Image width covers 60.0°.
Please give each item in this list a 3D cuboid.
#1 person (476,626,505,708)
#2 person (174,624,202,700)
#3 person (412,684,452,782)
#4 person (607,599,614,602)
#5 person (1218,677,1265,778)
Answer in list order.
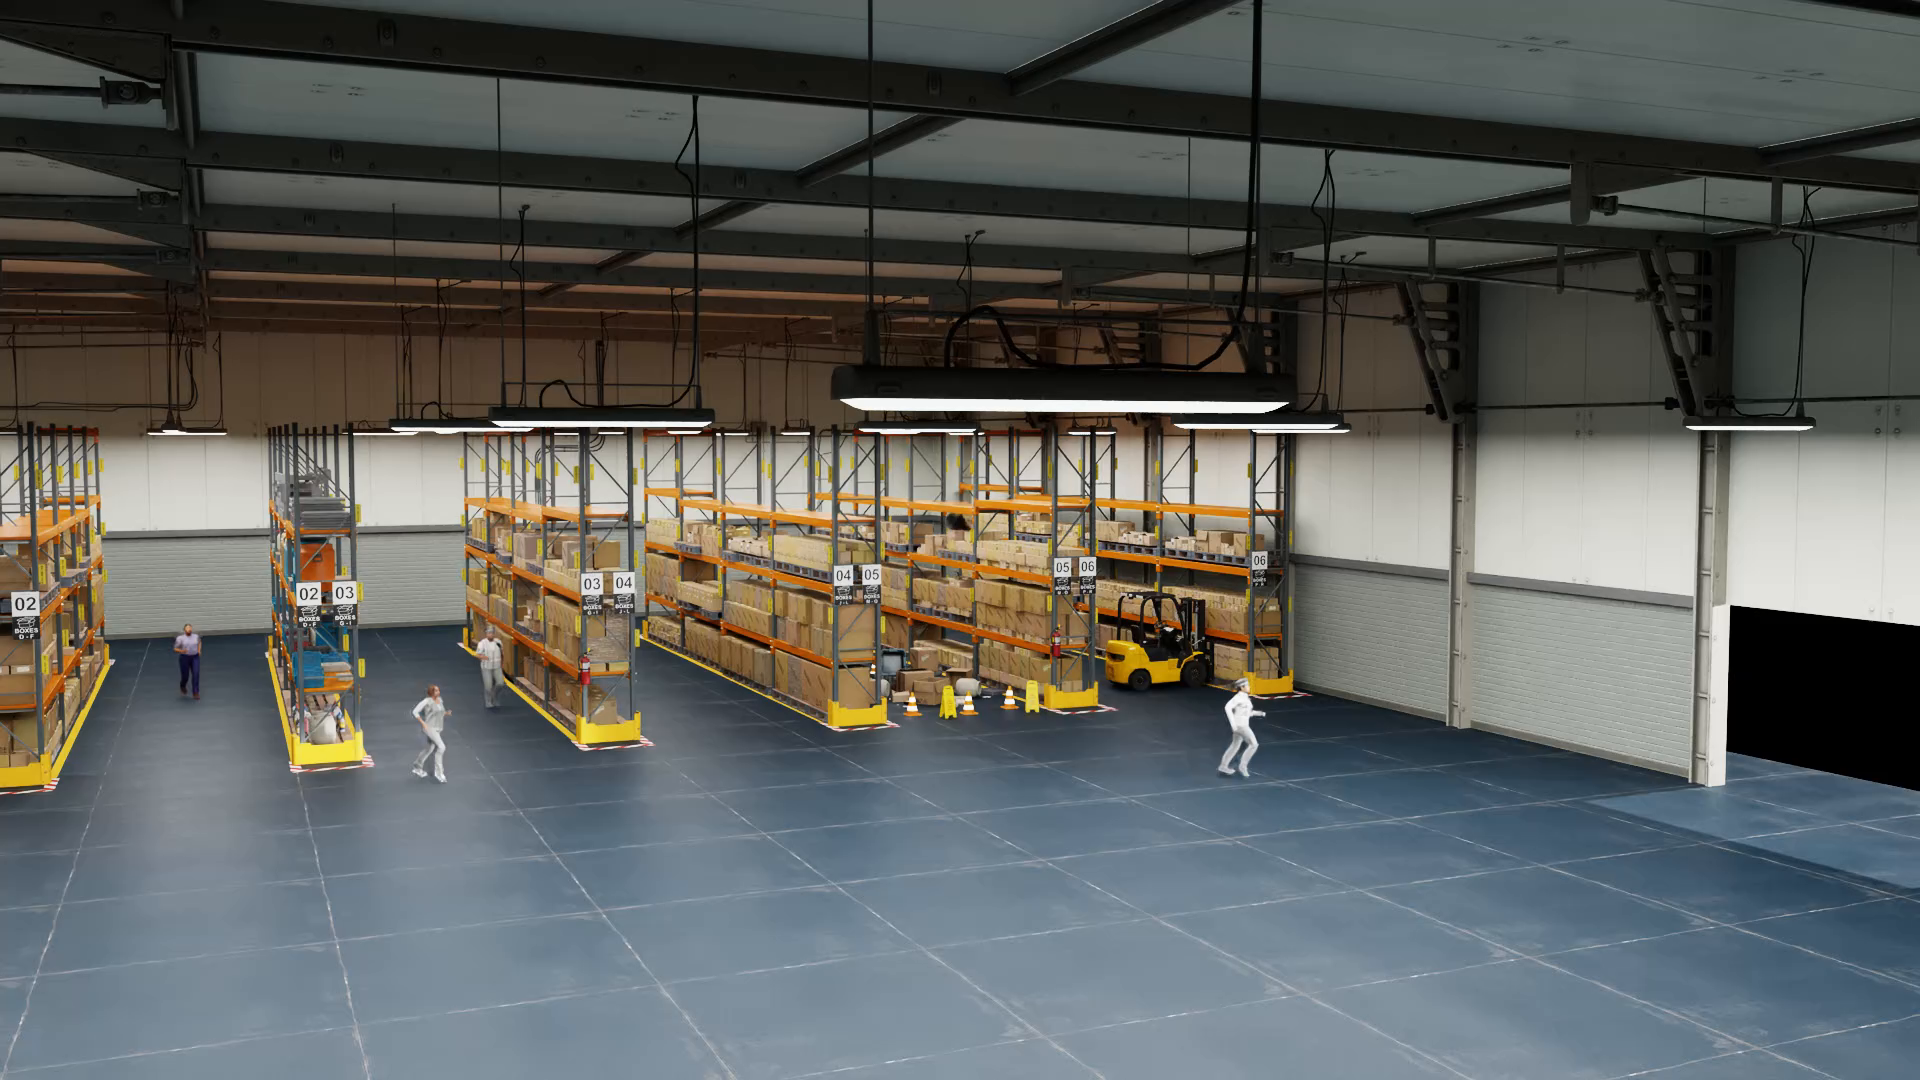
[{"bbox_3d":[-9.894,2.697,35.200,0.640,1.760,0.645,-2,4,-29],"label":"person"},{"bbox_3d":[-16.965,2.658,36.598,0.609,1.648,0.921,-3,4,-37],"label":"person"},{"bbox_3d":[-8.848,3.229,27.876,0.721,1.650,0.509,1,4,12],"label":"person"},{"bbox_3d":[-10.105,2.018,47.383,0.671,1.635,0.581,0,3,0],"label":"person"},{"bbox_3d":[4.756,3.166,28.080,0.783,1.714,0.572,1,4,12],"label":"person"}]
